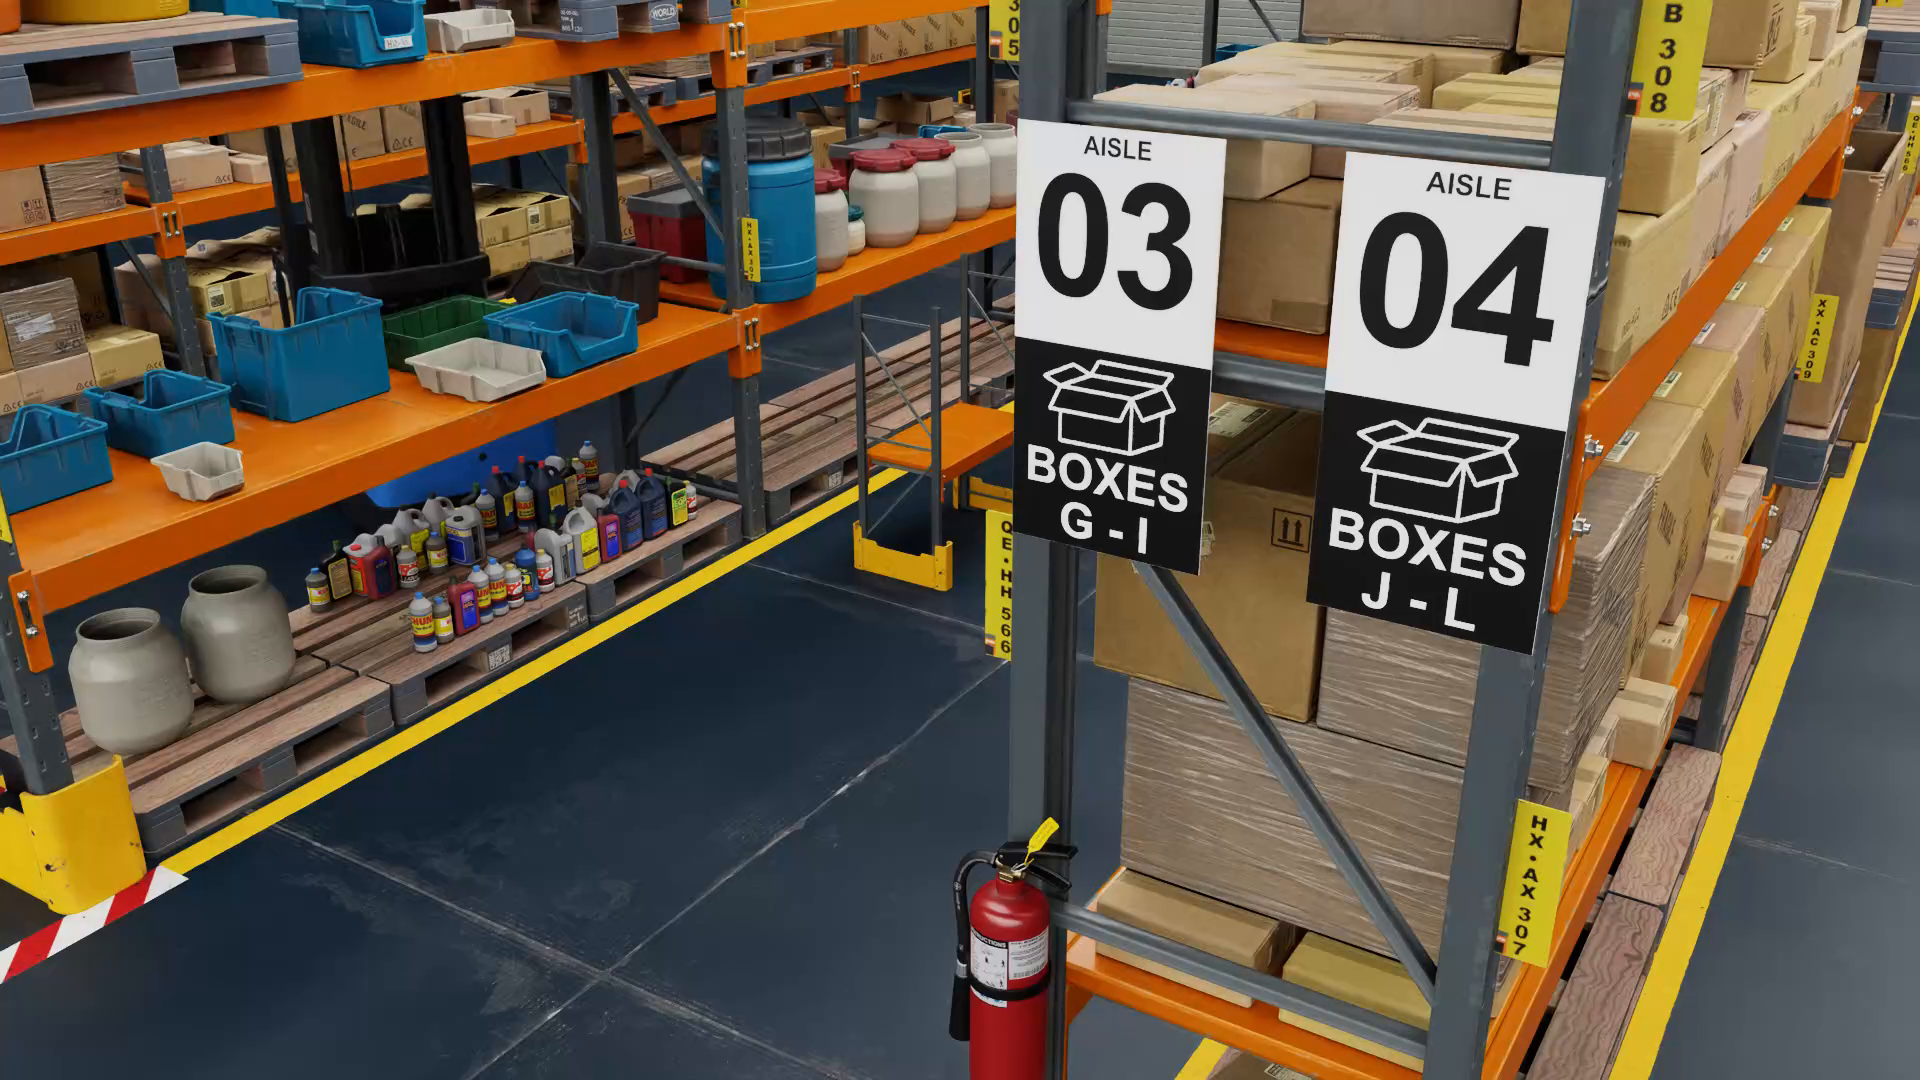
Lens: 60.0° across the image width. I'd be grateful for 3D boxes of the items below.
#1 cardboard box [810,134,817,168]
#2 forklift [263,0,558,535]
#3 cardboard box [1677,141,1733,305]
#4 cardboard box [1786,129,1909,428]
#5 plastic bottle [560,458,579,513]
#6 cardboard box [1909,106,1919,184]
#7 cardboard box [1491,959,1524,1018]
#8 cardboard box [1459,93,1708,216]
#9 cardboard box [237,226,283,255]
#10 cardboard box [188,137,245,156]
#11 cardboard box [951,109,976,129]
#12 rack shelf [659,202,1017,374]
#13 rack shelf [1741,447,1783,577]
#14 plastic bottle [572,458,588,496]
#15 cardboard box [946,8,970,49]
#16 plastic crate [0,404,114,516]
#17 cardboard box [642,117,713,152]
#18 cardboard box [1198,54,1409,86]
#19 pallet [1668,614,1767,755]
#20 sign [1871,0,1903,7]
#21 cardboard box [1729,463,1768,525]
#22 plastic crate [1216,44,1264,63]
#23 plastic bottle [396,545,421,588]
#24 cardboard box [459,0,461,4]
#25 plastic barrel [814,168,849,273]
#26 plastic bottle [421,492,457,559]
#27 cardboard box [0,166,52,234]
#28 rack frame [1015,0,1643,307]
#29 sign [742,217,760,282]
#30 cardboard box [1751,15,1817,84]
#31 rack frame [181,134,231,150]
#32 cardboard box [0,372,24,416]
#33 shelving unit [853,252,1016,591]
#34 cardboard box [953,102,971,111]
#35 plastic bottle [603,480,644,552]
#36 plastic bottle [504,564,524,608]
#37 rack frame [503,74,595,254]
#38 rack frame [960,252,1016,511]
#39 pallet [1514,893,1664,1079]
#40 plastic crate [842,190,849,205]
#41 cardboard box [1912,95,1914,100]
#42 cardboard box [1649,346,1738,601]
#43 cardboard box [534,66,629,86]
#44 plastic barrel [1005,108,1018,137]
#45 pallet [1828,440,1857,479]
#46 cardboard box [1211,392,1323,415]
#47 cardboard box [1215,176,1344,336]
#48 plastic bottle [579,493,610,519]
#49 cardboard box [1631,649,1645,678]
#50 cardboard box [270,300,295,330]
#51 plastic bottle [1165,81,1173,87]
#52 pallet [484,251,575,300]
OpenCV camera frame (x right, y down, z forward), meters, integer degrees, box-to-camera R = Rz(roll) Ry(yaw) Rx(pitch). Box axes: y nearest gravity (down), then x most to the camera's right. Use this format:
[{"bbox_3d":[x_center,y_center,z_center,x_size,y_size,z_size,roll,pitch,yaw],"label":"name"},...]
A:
[{"bbox_3d":[-1.812,-3.893,17.059,0.500,0.500,0.500,14,27,29],"label":"cardboard box"},{"bbox_3d":[-3.467,-1.826,9.778,1.130,2.935,3.031,-15,27,-30],"label":"forklift"},{"bbox_3d":[1.298,-0.694,3.490,0.500,0.250,0.500,13,27,28],"label":"cardboard box"},{"bbox_3d":[3.205,-1.159,6.868,1.000,1.000,1.000,14,27,29],"label":"cardboard box"},{"bbox_3d":[-2.138,-0.293,9.016,0.061,0.283,0.133,14,27,29],"label":"plastic bottle"},{"bbox_3d":[6.606,-2.818,11.857,0.500,0.500,0.500,15,27,31],"label":"cardboard box"},{"bbox_3d":[1.058,0.887,3.743,0.380,0.149,0.250,14,27,29],"label":"cardboard box"},{"bbox_3d":[1.118,-0.705,3.013,0.380,0.149,0.250,15,27,30],"label":"cardboard box"},{"bbox_3d":[-5.242,-2.259,12.920,0.500,0.311,0.500,14,27,29],"label":"cardboard box"},{"bbox_3d":[-5.439,-2.803,12.118,0.396,0.266,0.258,13,27,28],"label":"cardboard box"},{"bbox_3d":[-0.021,-4.970,19.862,0.500,0.250,0.500,14,27,29],"label":"cardboard box"},{"bbox_3d":[-0.486,-1.835,10.619,1.077,0.370,4.000,14,27,29],"label":"rack shelf"},{"bbox_3d":[3.722,-0.797,8.221,1.077,0.370,4.000,14,27,29],"label":"rack shelf"},{"bbox_3d":[-2.135,-0.358,9.270,0.097,0.201,0.097,0,23,0],"label":"plastic bottle"},{"bbox_3d":[-0.226,-5.904,18.987,0.500,0.500,0.500,13,27,28],"label":"cardboard box"},{"bbox_3d":[-3.641,-0.304,6.363,0.499,0.251,0.616,14,27,29],"label":"plastic crate"},{"bbox_3d":[-2.781,-4.009,16.384,0.500,0.250,0.500,13,27,28],"label":"cardboard box"},{"bbox_3d":[0.727,-0.931,3.535,0.380,0.149,0.250,13,26,27],"label":"cardboard box"},{"bbox_3d":[3.077,0.564,7.681,1.003,0.211,1.213,14,27,29],"label":"pallet"},{"bbox_3d":[3.132,-1.955,5.564,0.100,0.325,0.005,14,27,29],"label":"sign"},{"bbox_3d":[2.803,-0.203,6.259,0.380,0.149,0.250,14,27,29],"label":"cardboard box"},{"bbox_3d":[2.636,-4.439,15.674,0.392,0.384,0.575,14,27,29],"label":"plastic crate"},{"bbox_3d":[-2.709,0.124,8.156,0.097,0.201,0.097,0,23,0],"label":"plastic bottle"},{"bbox_3d":[-6.027,-6.075,18.982,0.500,0.500,0.500,14,27,29],"label":"cardboard box"},{"bbox_3d":[-0.850,-1.829,9.529,0.433,0.535,0.433,0,23,0],"label":"plastic barrel"},{"bbox_3d":[-2.643,-0.084,8.448,0.144,0.351,0.185,14,27,29],"label":"plastic bottle"},{"bbox_3d":[-6.248,-2.245,10.534,0.700,0.500,0.500,14,27,28],"label":"cardboard box"},{"bbox_3d":[0.557,-1.855,2.208,1.000,3.000,0.127,14,27,29],"label":"rack frame"},{"bbox_3d":[-1.079,-1.498,8.587,0.100,0.325,0.005,14,27,29],"label":"sign"},{"bbox_3d":[2.050,-1.327,4.450,0.380,0.149,0.250,15,28,31],"label":"cardboard box"},{"bbox_3d":[-7.847,-4.916,16.831,1.000,3.000,0.127,14,27,29],"label":"rack frame"},{"bbox_3d":[-6.329,-0.919,10.531,0.500,0.250,0.500,14,27,29],"label":"cardboard box"},{"bbox_3d":[-0.040,-0.663,8.893,0.587,1.500,1.083,14,27,29],"label":"shelving unit"},{"bbox_3d":[-0.209,-5.227,20.455,0.500,0.250,0.500,14,27,29],"label":"cardboard box"},{"bbox_3d":[-1.737,-0.134,8.564,0.144,0.351,0.185,12,26,26],"label":"plastic bottle"},{"bbox_3d":[-2.144,0.213,7.952,0.097,0.201,0.097,0,23,0],"label":"plastic bottle"},{"bbox_3d":[-3.637,-3.879,14.436,1.000,3.000,0.127,14,27,29],"label":"rack frame"},{"bbox_3d":[0.223,-0.831,9.282,0.500,1.500,0.032,14,27,29],"label":"rack frame"},{"bbox_3d":[1.700,1.475,5.577,1.003,0.211,1.213,14,27,29],"label":"pallet"},{"bbox_3d":[-0.862,-2.040,10.453,0.450,0.188,0.662,14,27,29],"label":"plastic crate"},{"bbox_3d":[6.557,-3.441,12.035,0.797,0.503,0.637,13,27,28],"label":"cardboard box"},{"bbox_3d":[1.611,-0.208,4.197,0.500,0.500,0.500,14,27,29],"label":"cardboard box"},{"bbox_3d":[-3.400,-4.354,14.878,0.700,0.500,0.500,5,24,11],"label":"cardboard box"},{"bbox_3d":[0.582,-2.683,11.500,0.600,0.536,0.708,14,27,29],"label":"plastic barrel"},{"bbox_3d":[5.257,-0.773,10.770,1.003,0.211,1.213,14,27,29],"label":"pallet"},{"bbox_3d":[0.896,-0.151,4.064,0.500,0.500,0.500,14,27,29],"label":"cardboard box"},{"bbox_3d":[0.596,-0.626,3.333,0.500,0.250,0.500,15,27,30],"label":"cardboard box"},{"bbox_3d":[-1.876,-0.122,8.631,0.152,0.276,0.135,14,27,29],"label":"plastic bottle"},{"bbox_3d":[1.803,0.369,4.939,0.380,0.149,0.250,14,27,29],"label":"cardboard box"},{"bbox_3d":[-5.053,-1.717,12.372,0.500,0.250,0.500,15,27,30],"label":"cardboard box"},{"bbox_3d":[1.834,-3.898,14.640,0.097,0.271,0.097,0,23,0],"label":"plastic bottle"},{"bbox_3d":[-4.104,-2.330,14.367,1.003,0.211,1.213,14,27,29],"label":"pallet"}]
